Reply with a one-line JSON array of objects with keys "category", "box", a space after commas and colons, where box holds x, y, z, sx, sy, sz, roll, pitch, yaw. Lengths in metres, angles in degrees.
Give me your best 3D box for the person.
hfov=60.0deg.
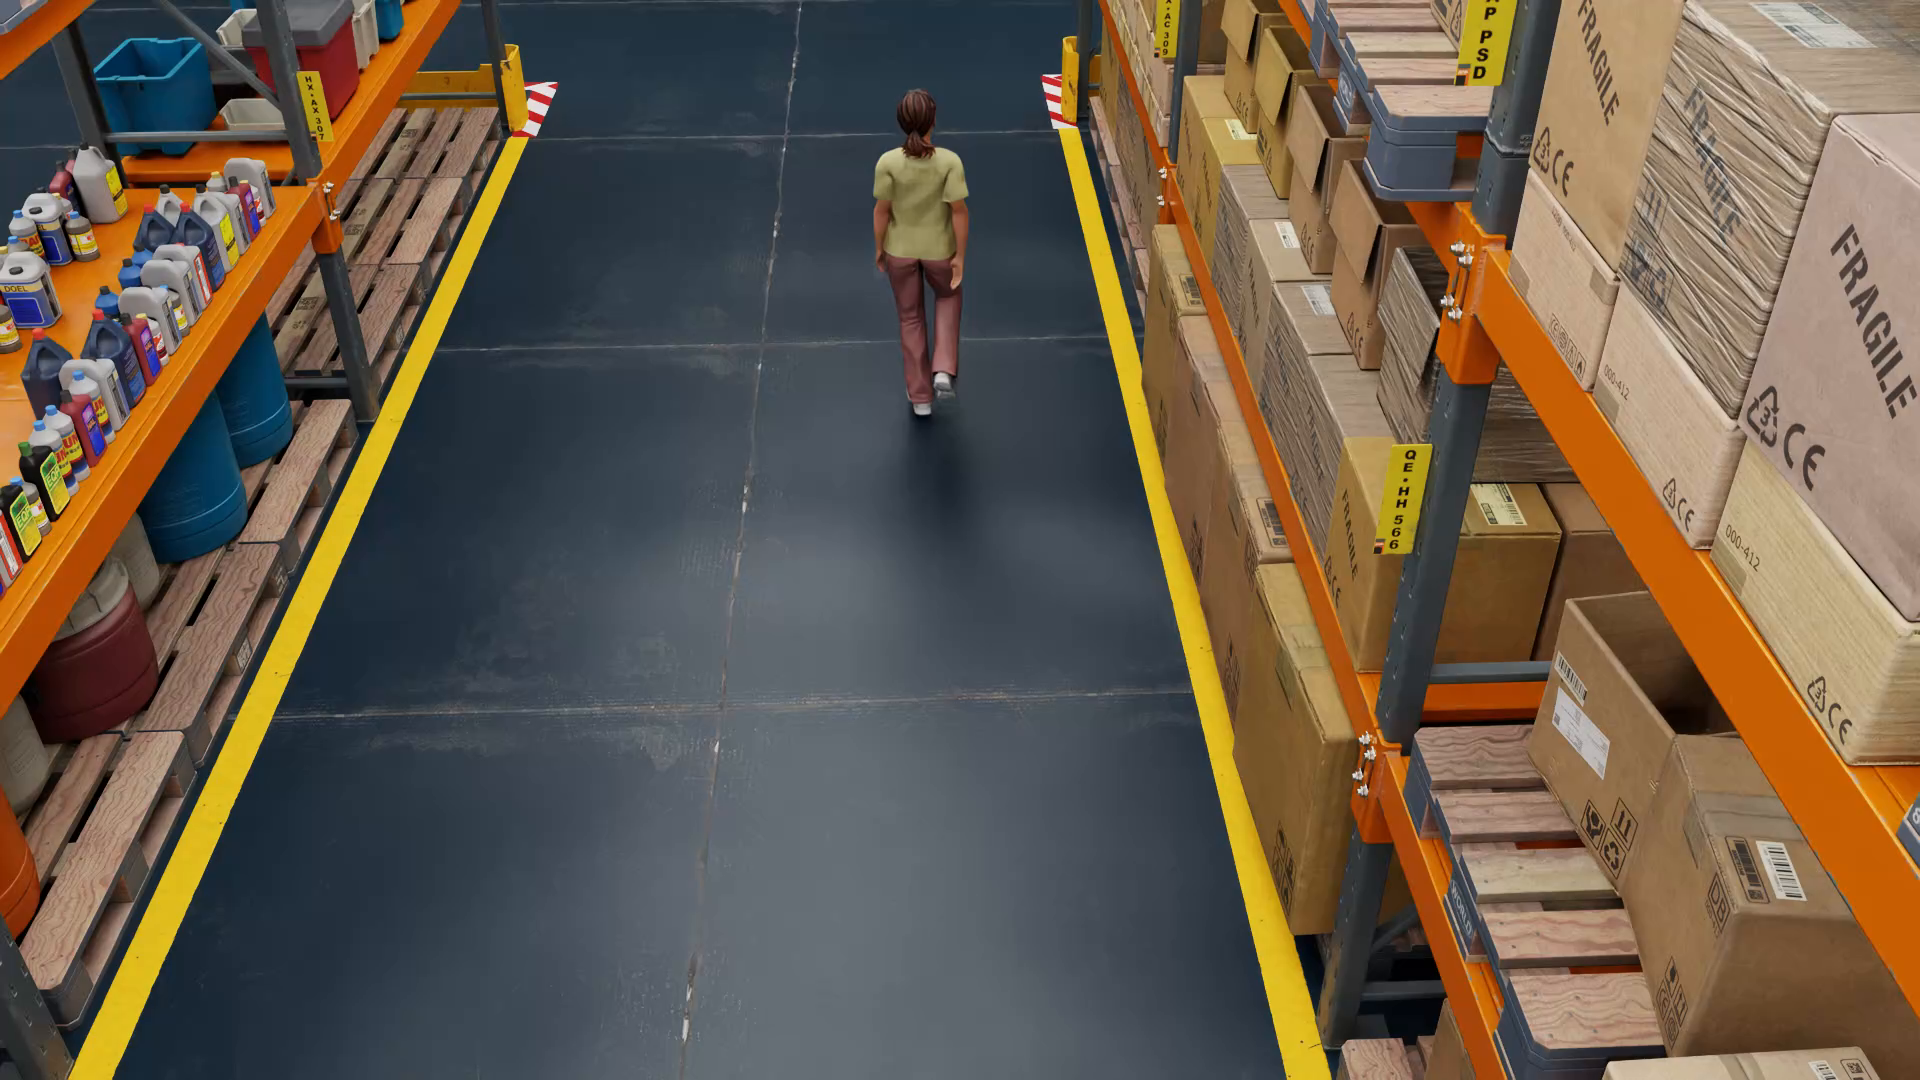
[{"category": "person", "box": [-0.189, -1.399, 8.080, 0.452, 1.670, 0.457, -1, 35, -2]}]
